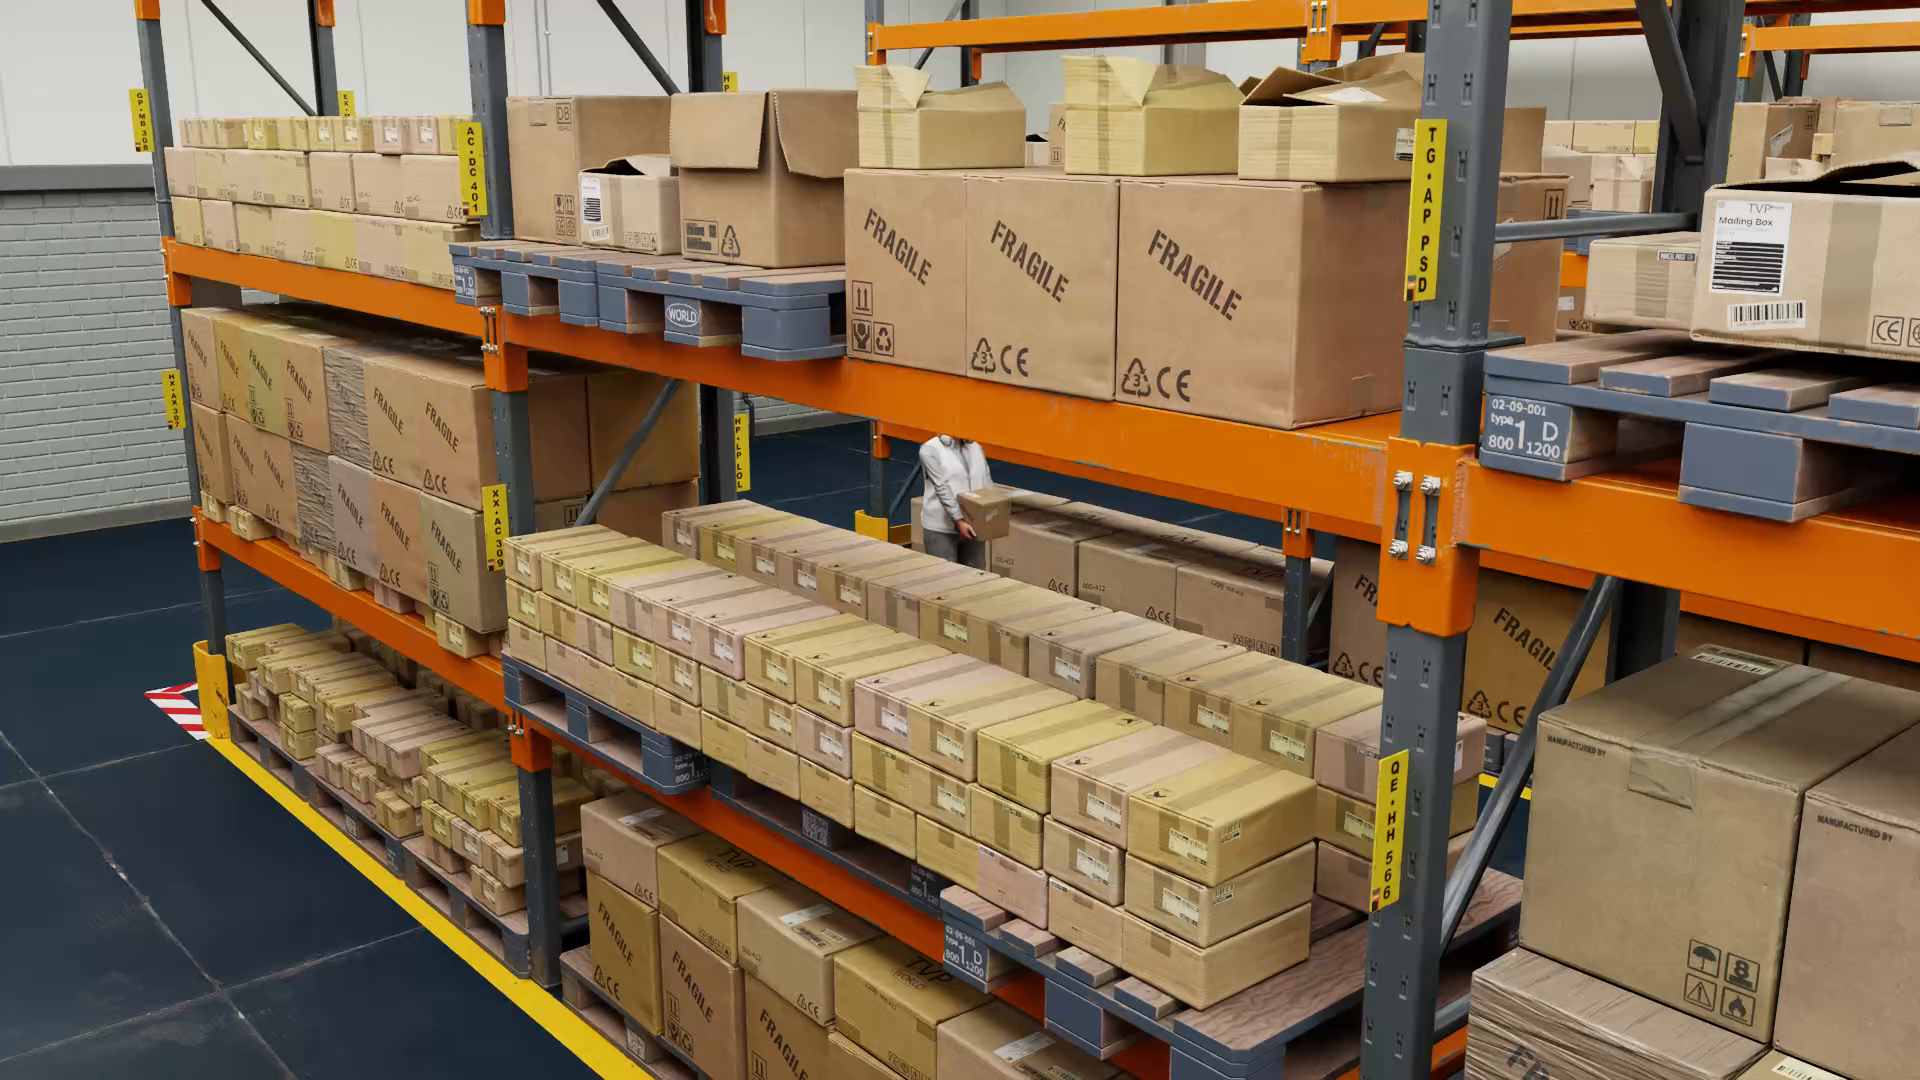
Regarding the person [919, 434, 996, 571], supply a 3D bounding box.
[{"bbox_3d":[0.035,-0.062,10.716,0.494,1.762,0.552,-12,18,-39],"label":"person"}]
